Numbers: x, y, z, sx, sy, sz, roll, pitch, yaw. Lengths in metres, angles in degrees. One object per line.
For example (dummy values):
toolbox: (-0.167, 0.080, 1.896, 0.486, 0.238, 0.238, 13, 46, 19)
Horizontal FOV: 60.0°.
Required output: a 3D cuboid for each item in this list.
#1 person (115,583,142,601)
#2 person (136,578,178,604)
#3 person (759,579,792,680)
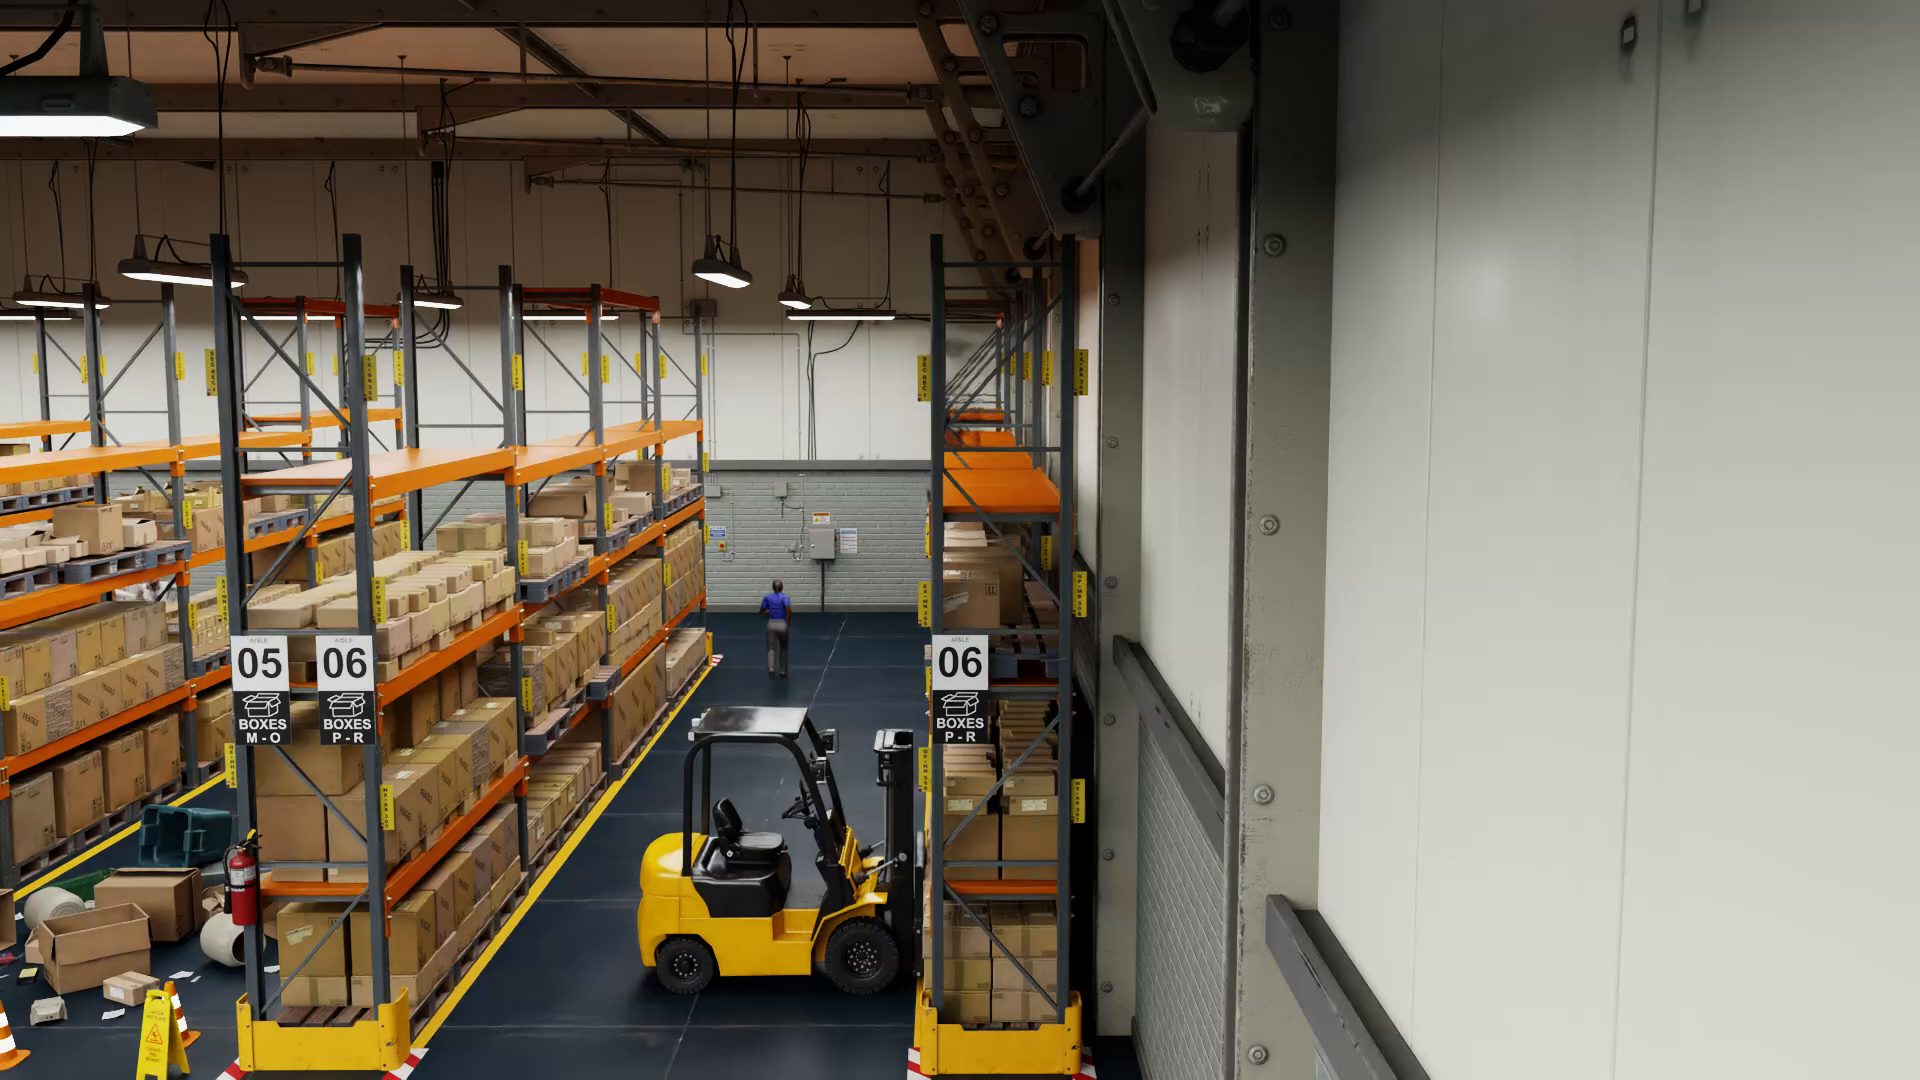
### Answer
person: (-14.823, 1.074, 29.710, 0.515, 1.635, 0.618, 4, 7, 32)
person: (-13.185, 1.268, 27.382, 0.635, 1.697, 0.882, 0, 6, -4)
person: (-2.908, 1.470, 26.259, 0.532, 1.700, 1.045, 0, 6, -2)
